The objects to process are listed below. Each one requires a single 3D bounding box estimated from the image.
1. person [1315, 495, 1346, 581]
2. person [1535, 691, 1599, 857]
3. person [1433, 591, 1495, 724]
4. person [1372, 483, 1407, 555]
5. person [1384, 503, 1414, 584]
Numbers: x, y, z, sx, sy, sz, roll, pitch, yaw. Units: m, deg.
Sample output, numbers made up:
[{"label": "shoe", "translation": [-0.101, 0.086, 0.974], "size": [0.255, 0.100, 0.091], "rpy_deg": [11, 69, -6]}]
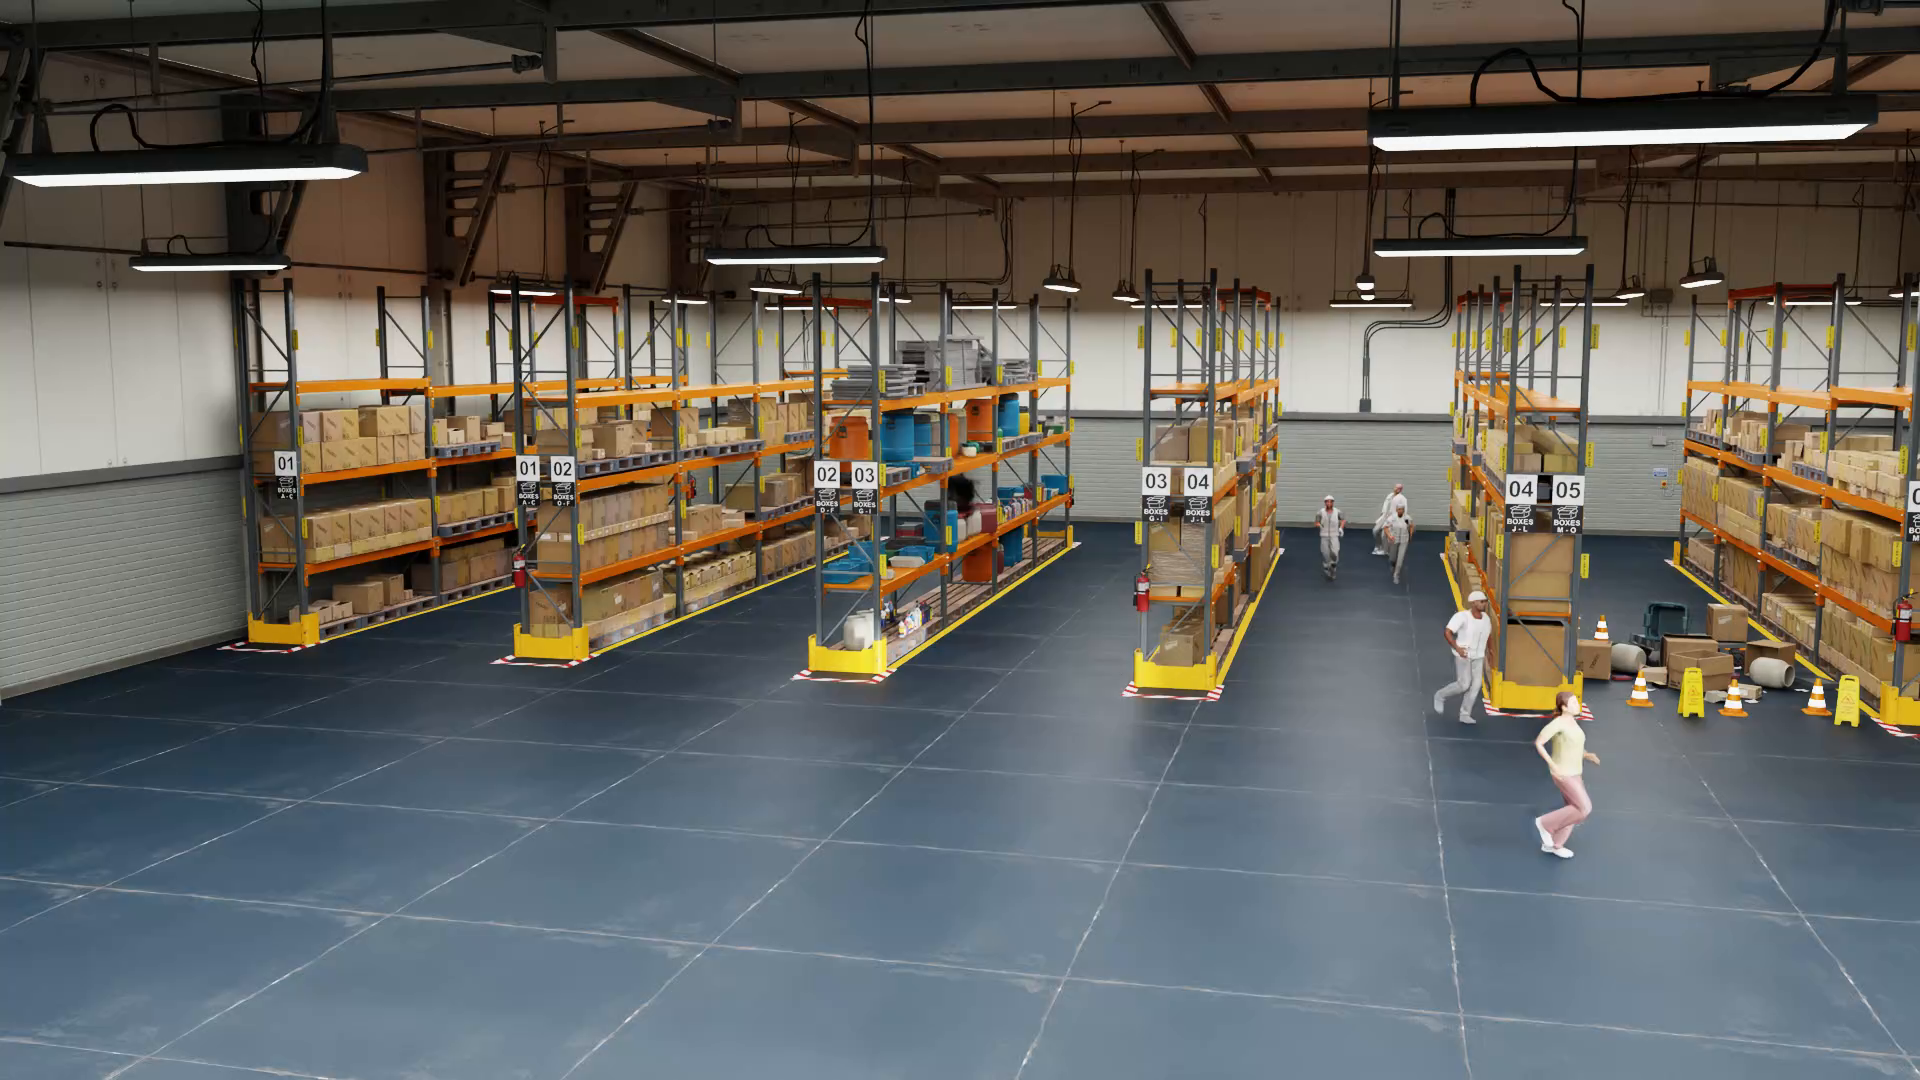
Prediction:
[{"label": "person", "translation": [7.728, -0.043, 34.773], "size": [0.628, 1.784, 0.692], "rpy_deg": [2, 7, 13]}, {"label": "person", "translation": [5.900, 2.272, 16.113], "size": [0.537, 1.630, 0.573], "rpy_deg": [6, 9, 41]}, {"label": "person", "translation": [6.746, 1.528, 21.968], "size": [0.744, 1.723, 0.722], "rpy_deg": [-3, 7, -23]}, {"label": "person", "translation": [9.941, -0.467, 38.598], "size": [0.567, 1.704, 0.793], "rpy_deg": [-4, 8, -28]}, {"label": "person", "translation": [9.151, 0.052, 34.688], "size": [0.631, 1.656, 0.816], "rpy_deg": [1, 7, 10]}]
